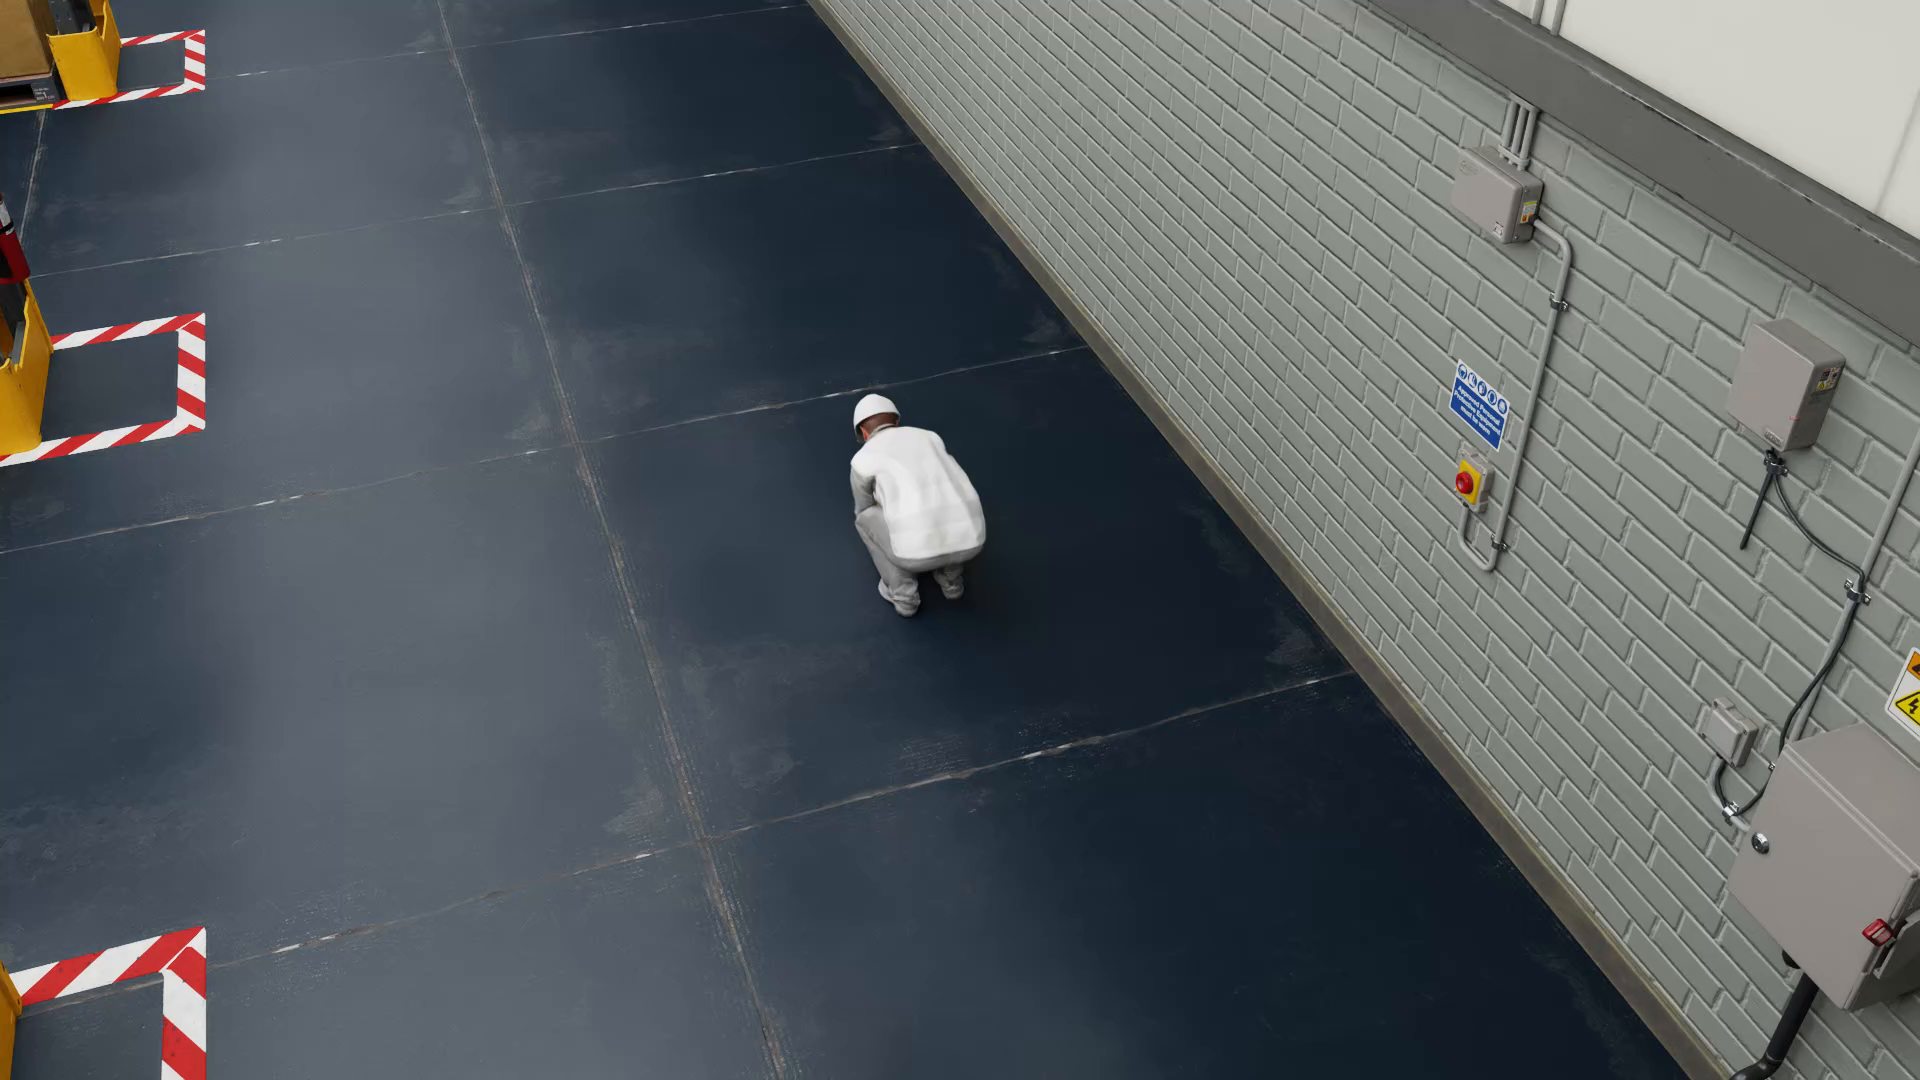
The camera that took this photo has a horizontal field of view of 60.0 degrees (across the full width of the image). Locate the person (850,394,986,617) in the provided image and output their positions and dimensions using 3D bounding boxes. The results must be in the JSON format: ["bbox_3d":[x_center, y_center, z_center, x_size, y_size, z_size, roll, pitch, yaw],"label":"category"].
[{"bbox_3d":[-0.233,-0.128,7.802,0.511,0.849,0.967,-13,39,-17],"label":"person"}]
